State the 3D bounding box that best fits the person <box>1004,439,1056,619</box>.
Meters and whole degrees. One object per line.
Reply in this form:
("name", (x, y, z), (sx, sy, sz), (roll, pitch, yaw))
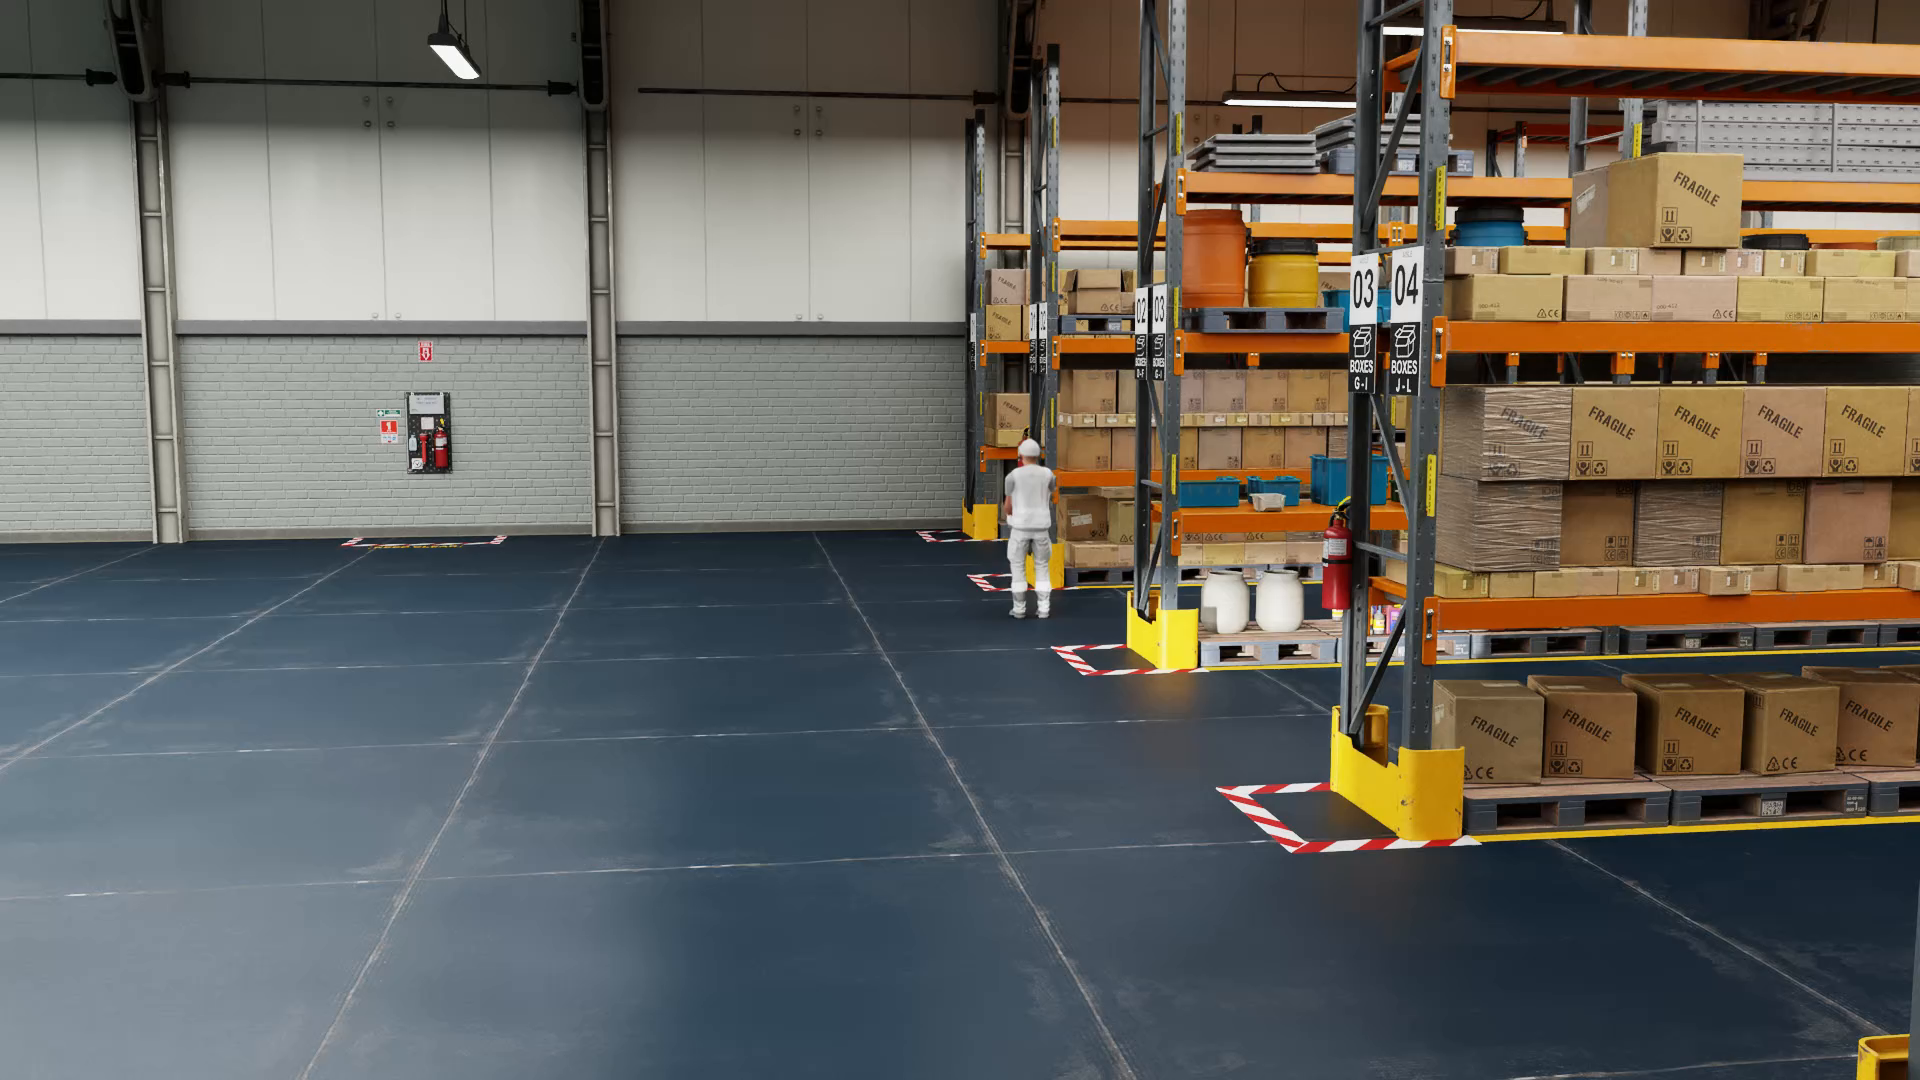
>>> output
("person", (0.685, -0.123, 16.682), (0.529, 1.794, 0.498), (-1, 6, -9))
